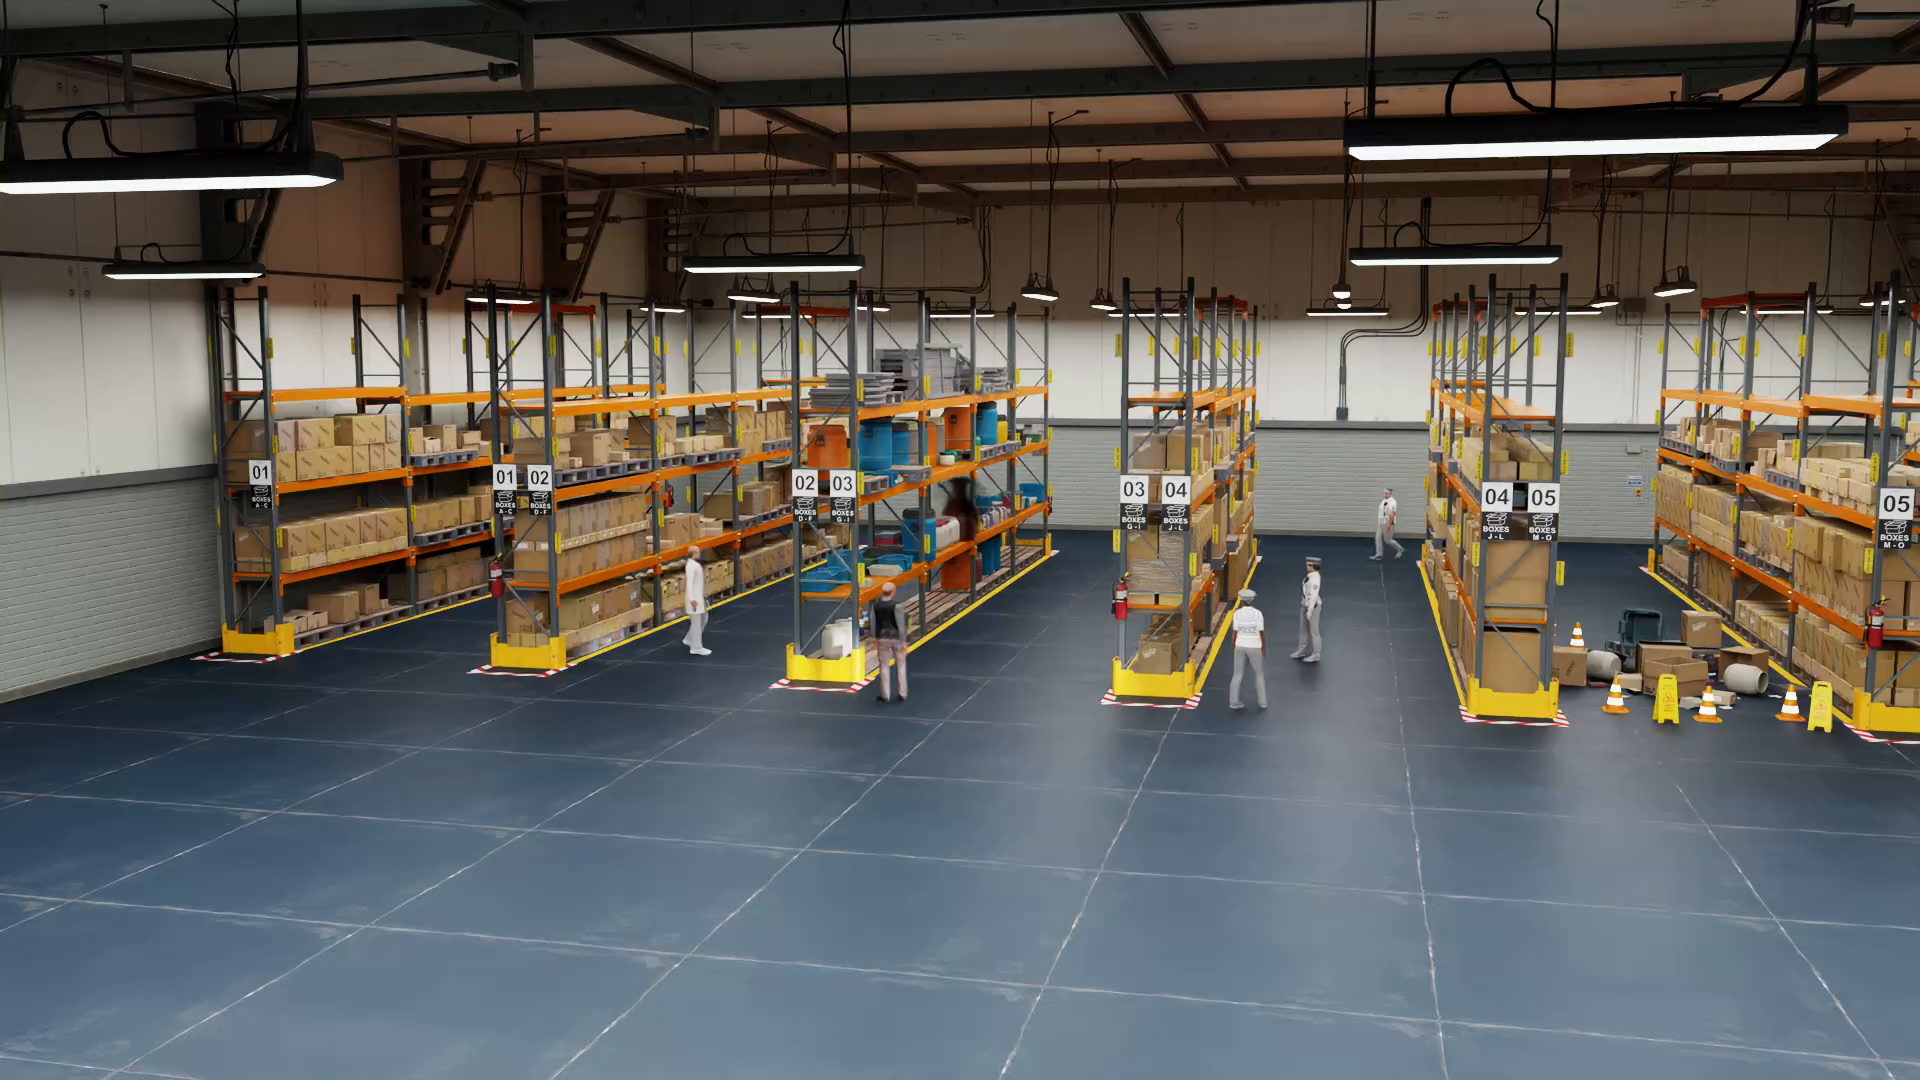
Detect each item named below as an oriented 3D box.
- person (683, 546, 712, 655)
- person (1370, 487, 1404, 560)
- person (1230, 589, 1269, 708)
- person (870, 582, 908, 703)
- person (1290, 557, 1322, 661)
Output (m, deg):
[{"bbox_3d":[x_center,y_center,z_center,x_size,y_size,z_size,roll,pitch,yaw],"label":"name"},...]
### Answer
[{"bbox_3d":[-4.364,0.986,27.433,0.586,1.802,0.654,1,7,7],"label":"person"},{"bbox_3d":[10.108,-0.388,39.270,0.803,1.737,0.547,-2,7,-15],"label":"person"},{"bbox_3d":[4.079,1.515,23.218,0.455,1.667,0.533,5,8,36],"label":"person"},{"bbox_3d":[-1.001,1.447,23.601,0.548,1.737,0.522,1,7,5],"label":"person"},{"bbox_3d":[5.597,1.100,26.757,0.441,1.666,0.528,-1,7,-12],"label":"person"}]
